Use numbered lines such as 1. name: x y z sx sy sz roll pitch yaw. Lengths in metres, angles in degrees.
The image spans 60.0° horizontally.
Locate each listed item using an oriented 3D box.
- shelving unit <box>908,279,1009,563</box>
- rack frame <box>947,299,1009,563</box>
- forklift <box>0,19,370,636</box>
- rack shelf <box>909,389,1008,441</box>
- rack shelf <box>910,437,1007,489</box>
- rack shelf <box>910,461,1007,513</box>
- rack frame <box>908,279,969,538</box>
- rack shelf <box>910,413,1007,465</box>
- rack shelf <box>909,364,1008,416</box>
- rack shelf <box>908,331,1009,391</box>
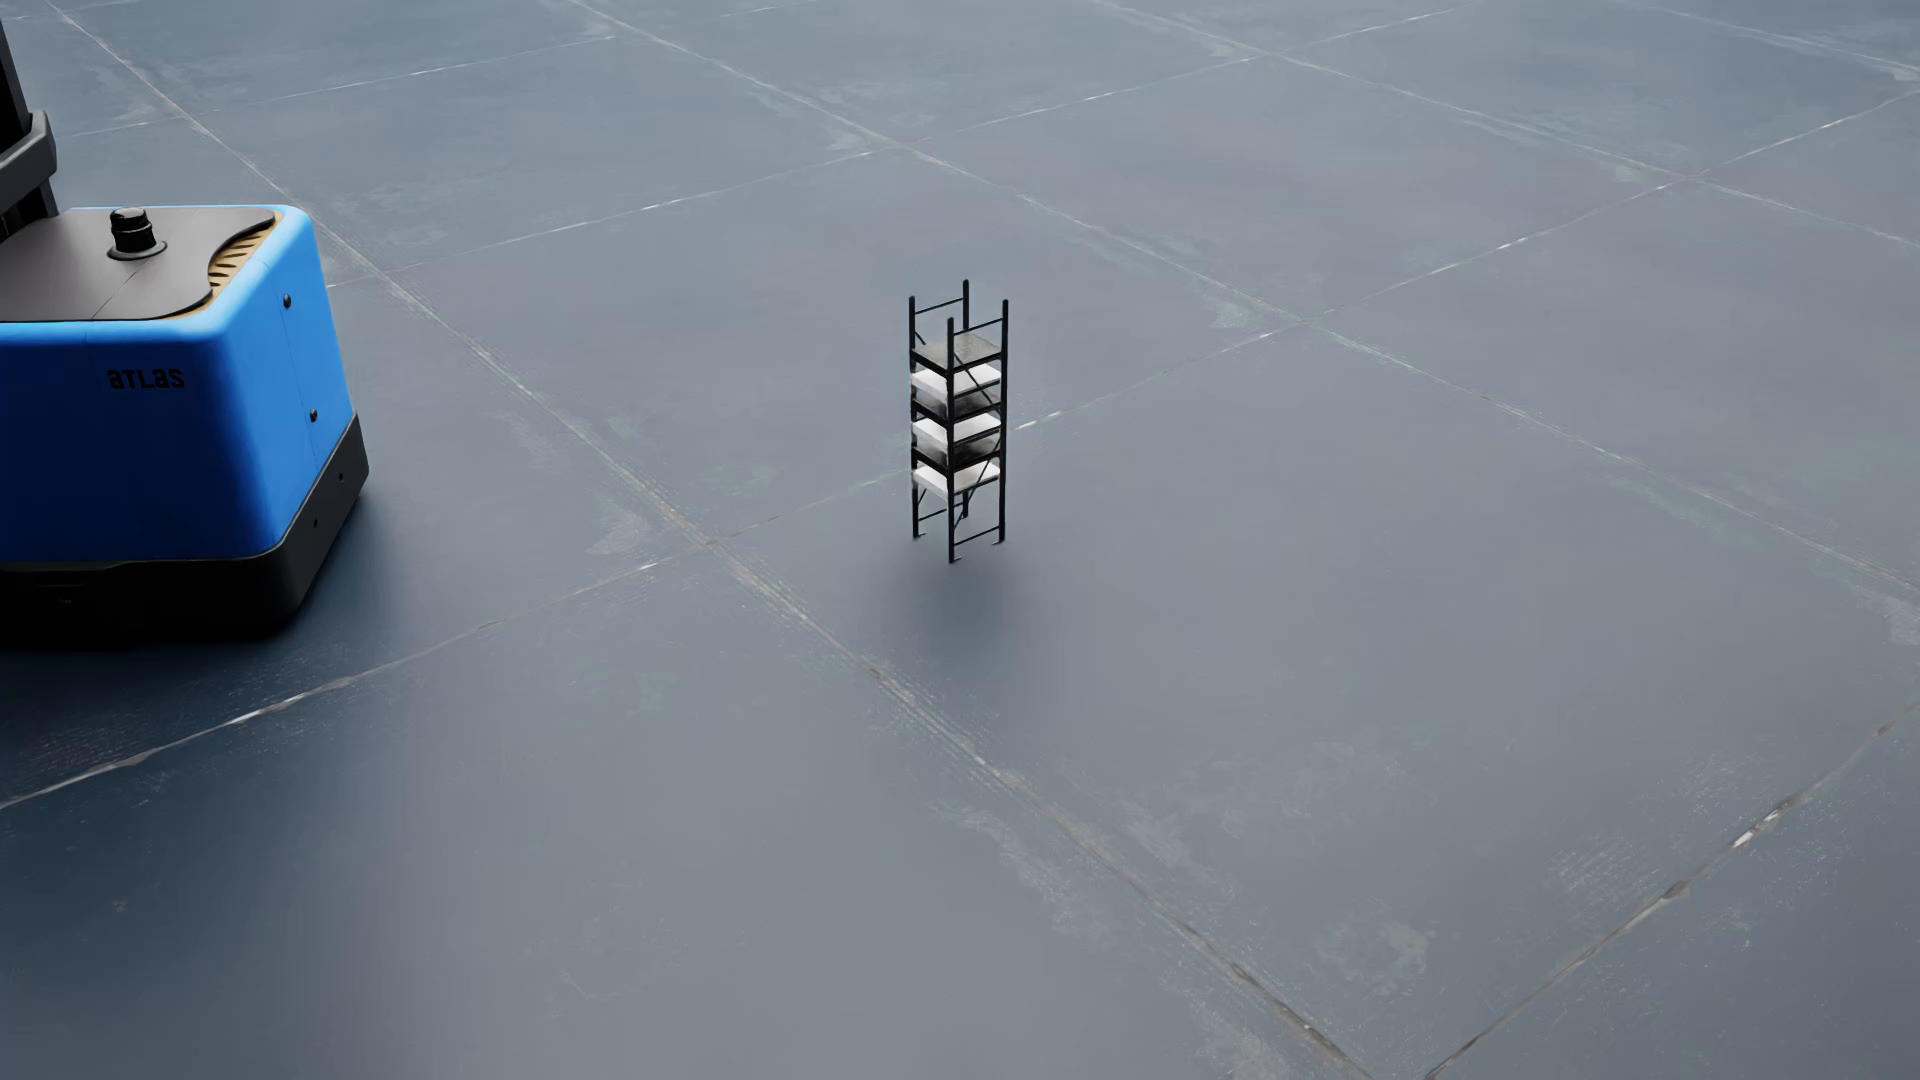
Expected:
1. shelving unit: -0.005 -0.386 5.518 0.258 0.900 0.210 -22 38 -31
2. rack frame: 0.057 -0.343 5.450 0.240 0.900 0.006 -22 38 -31
3. forklift: -3.627 -1.167 4.851 3.031 2.935 1.130 -1 32 -2
4. rack shelf: -0.005 -0.434 5.488 0.258 0.077 0.200 -22 38 -31
5. rack shelf: -0.005 -0.281 5.583 0.258 0.077 0.200 -22 38 -31
6. rack shelf: -0.005 -0.204 5.631 0.258 0.077 0.200 -22 38 -31
7. rack frame: -0.067 -0.428 5.586 0.240 0.900 0.006 -22 38 -31
8. rack shelf: -0.005 -0.357 5.536 0.258 0.077 0.200 -22 38 -31
9. rack shelf: -0.005 -0.510 5.441 0.258 0.077 0.200 -22 38 -31
10. rack shelf: -0.005 -0.587 5.393 0.258 0.077 0.200 -22 38 -31
